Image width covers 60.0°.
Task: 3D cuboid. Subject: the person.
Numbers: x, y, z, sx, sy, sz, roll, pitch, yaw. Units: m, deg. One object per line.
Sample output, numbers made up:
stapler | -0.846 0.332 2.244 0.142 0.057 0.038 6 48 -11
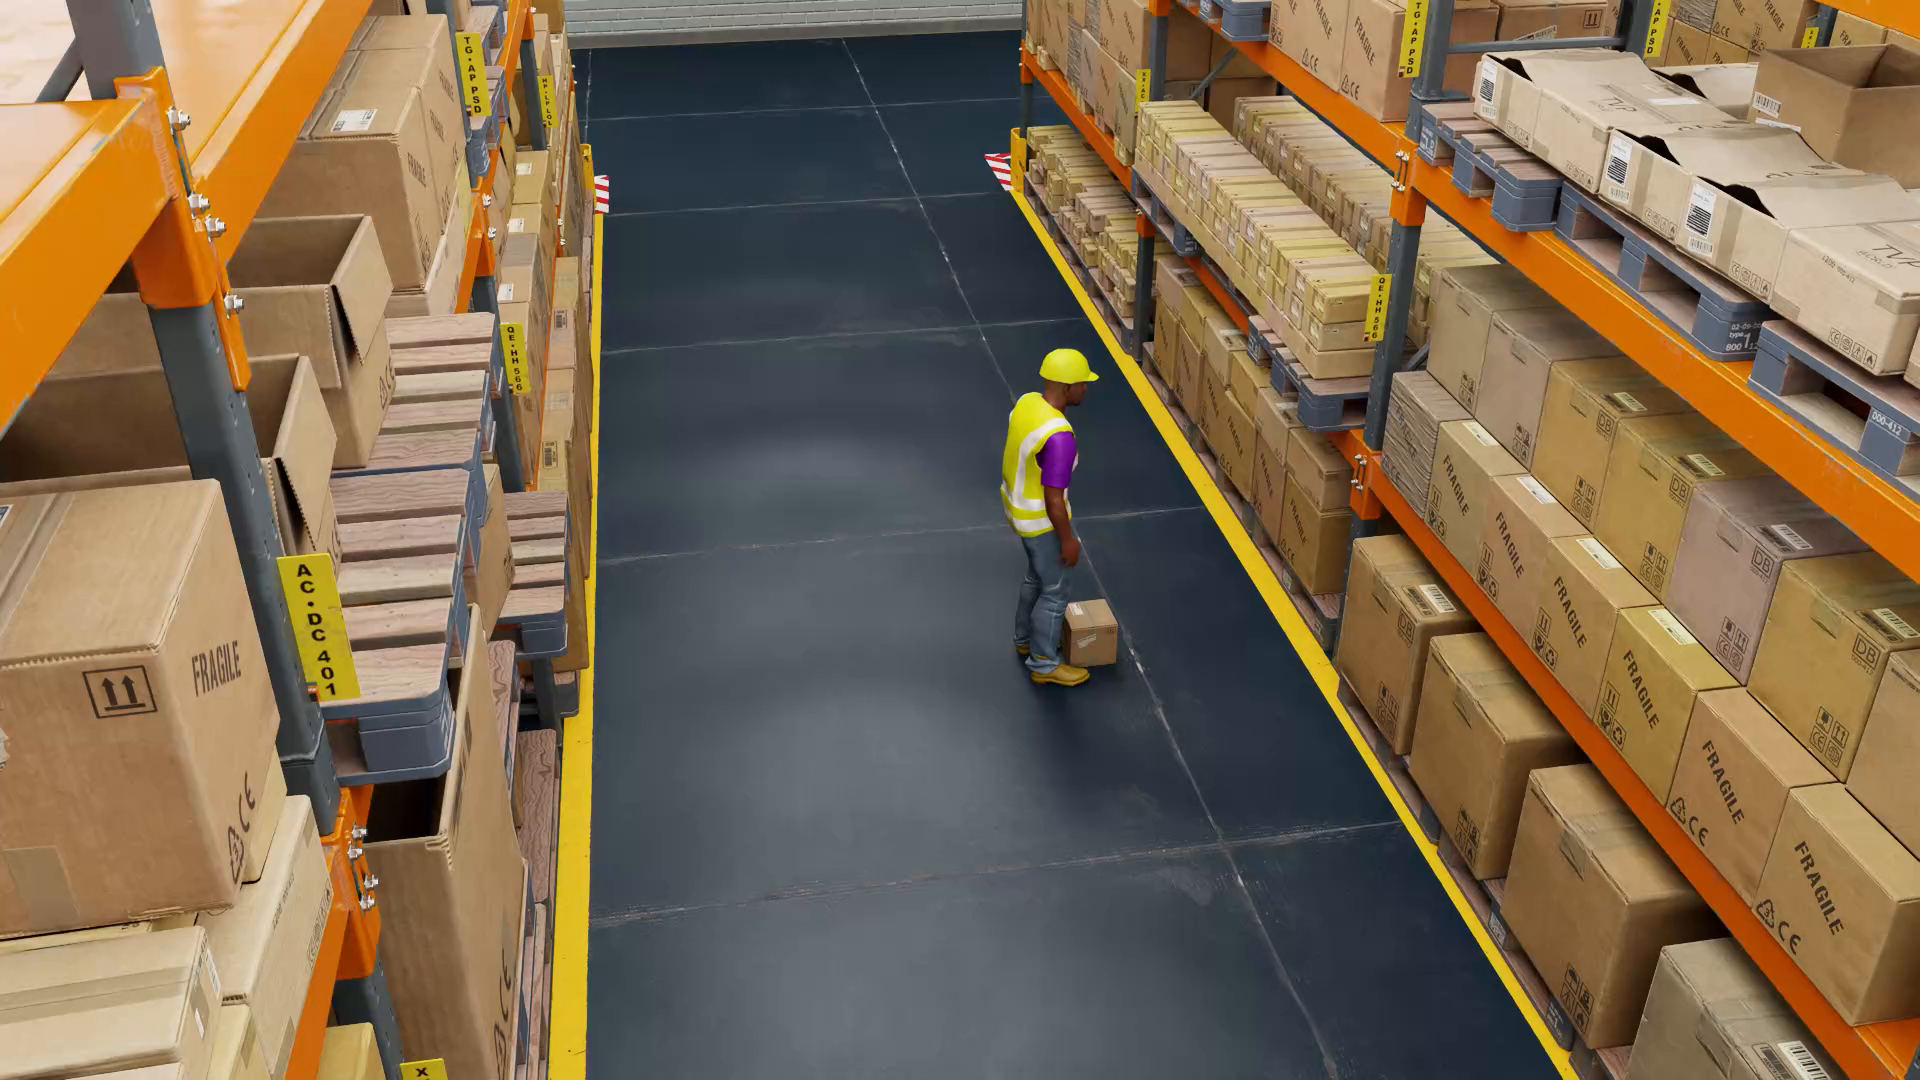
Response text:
person | 0.447 -0.127 8.335 0.460 1.760 0.631 -7 31 -11
